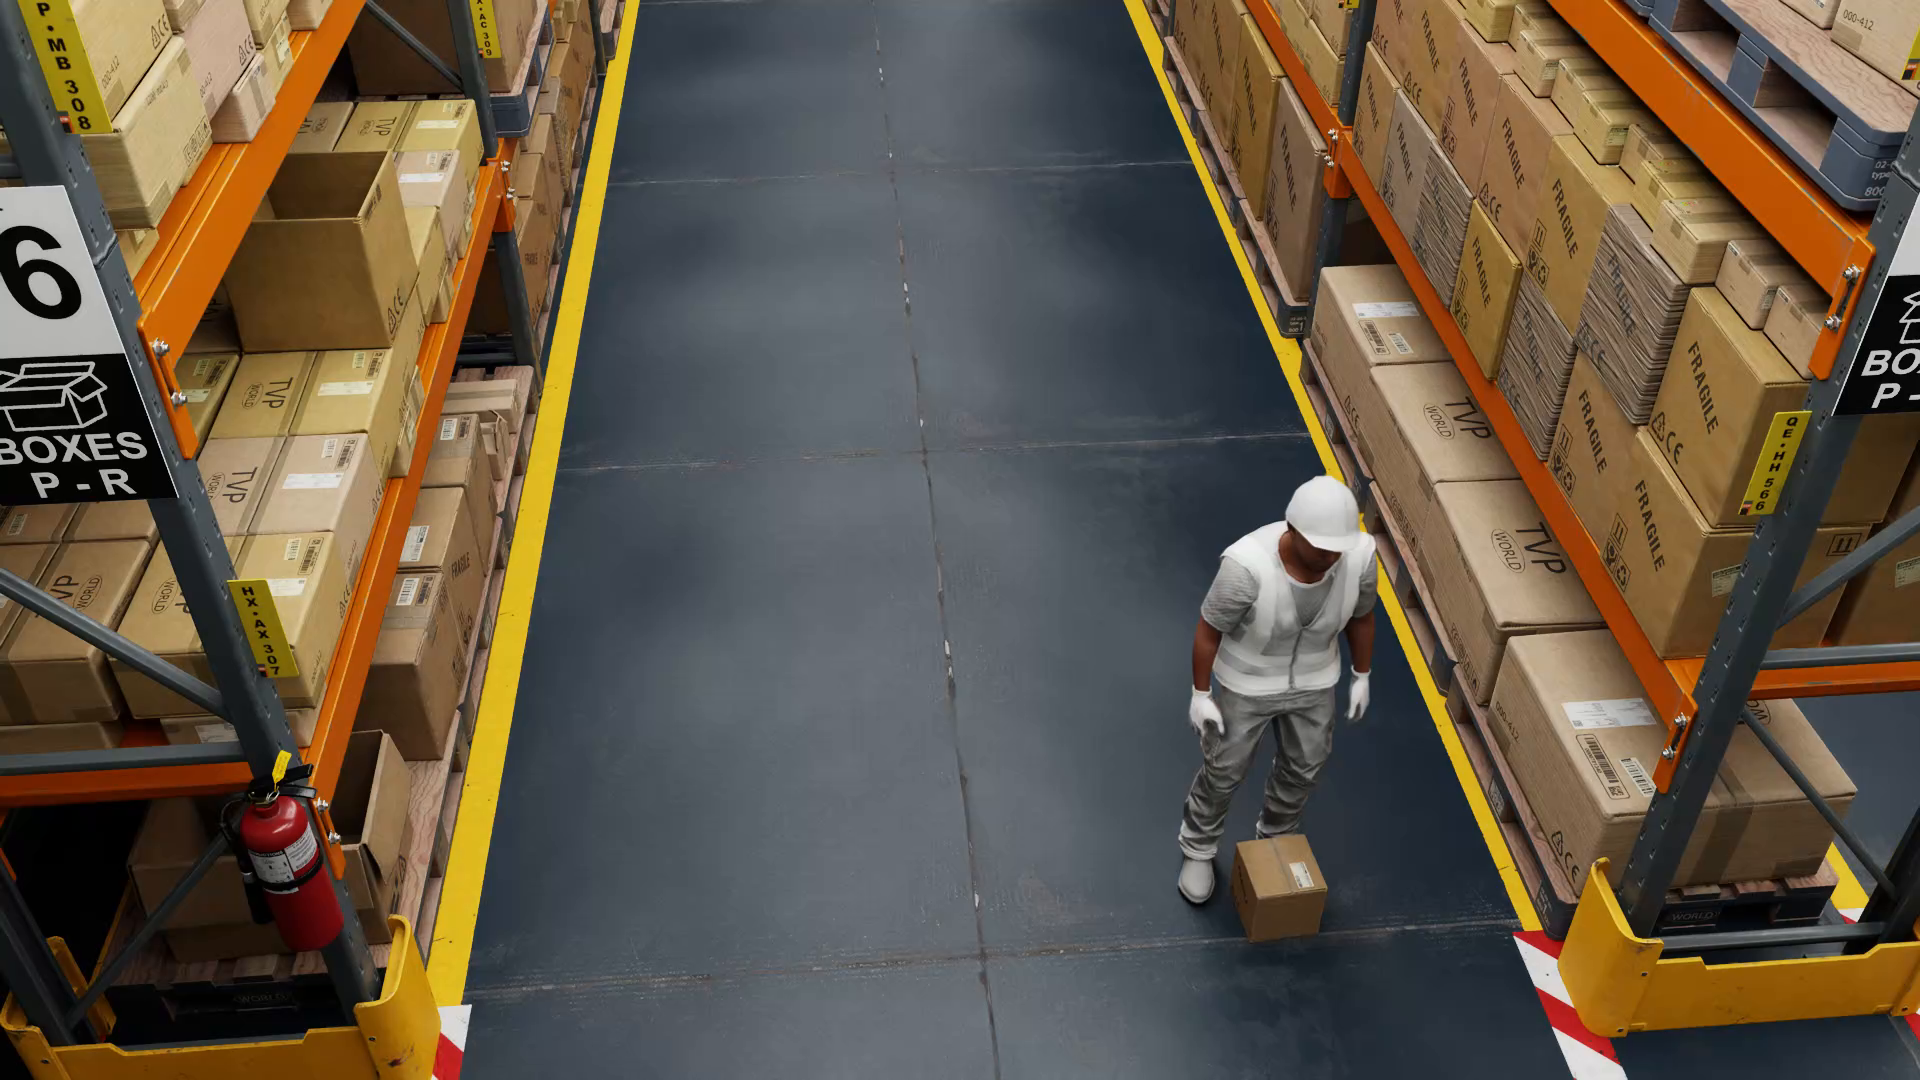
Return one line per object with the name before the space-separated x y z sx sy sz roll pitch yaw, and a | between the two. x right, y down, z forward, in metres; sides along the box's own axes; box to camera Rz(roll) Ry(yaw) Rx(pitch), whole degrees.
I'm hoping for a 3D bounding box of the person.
person | 1.064 0.489 5.535 0.633 1.775 0.447 -6 39 -7
